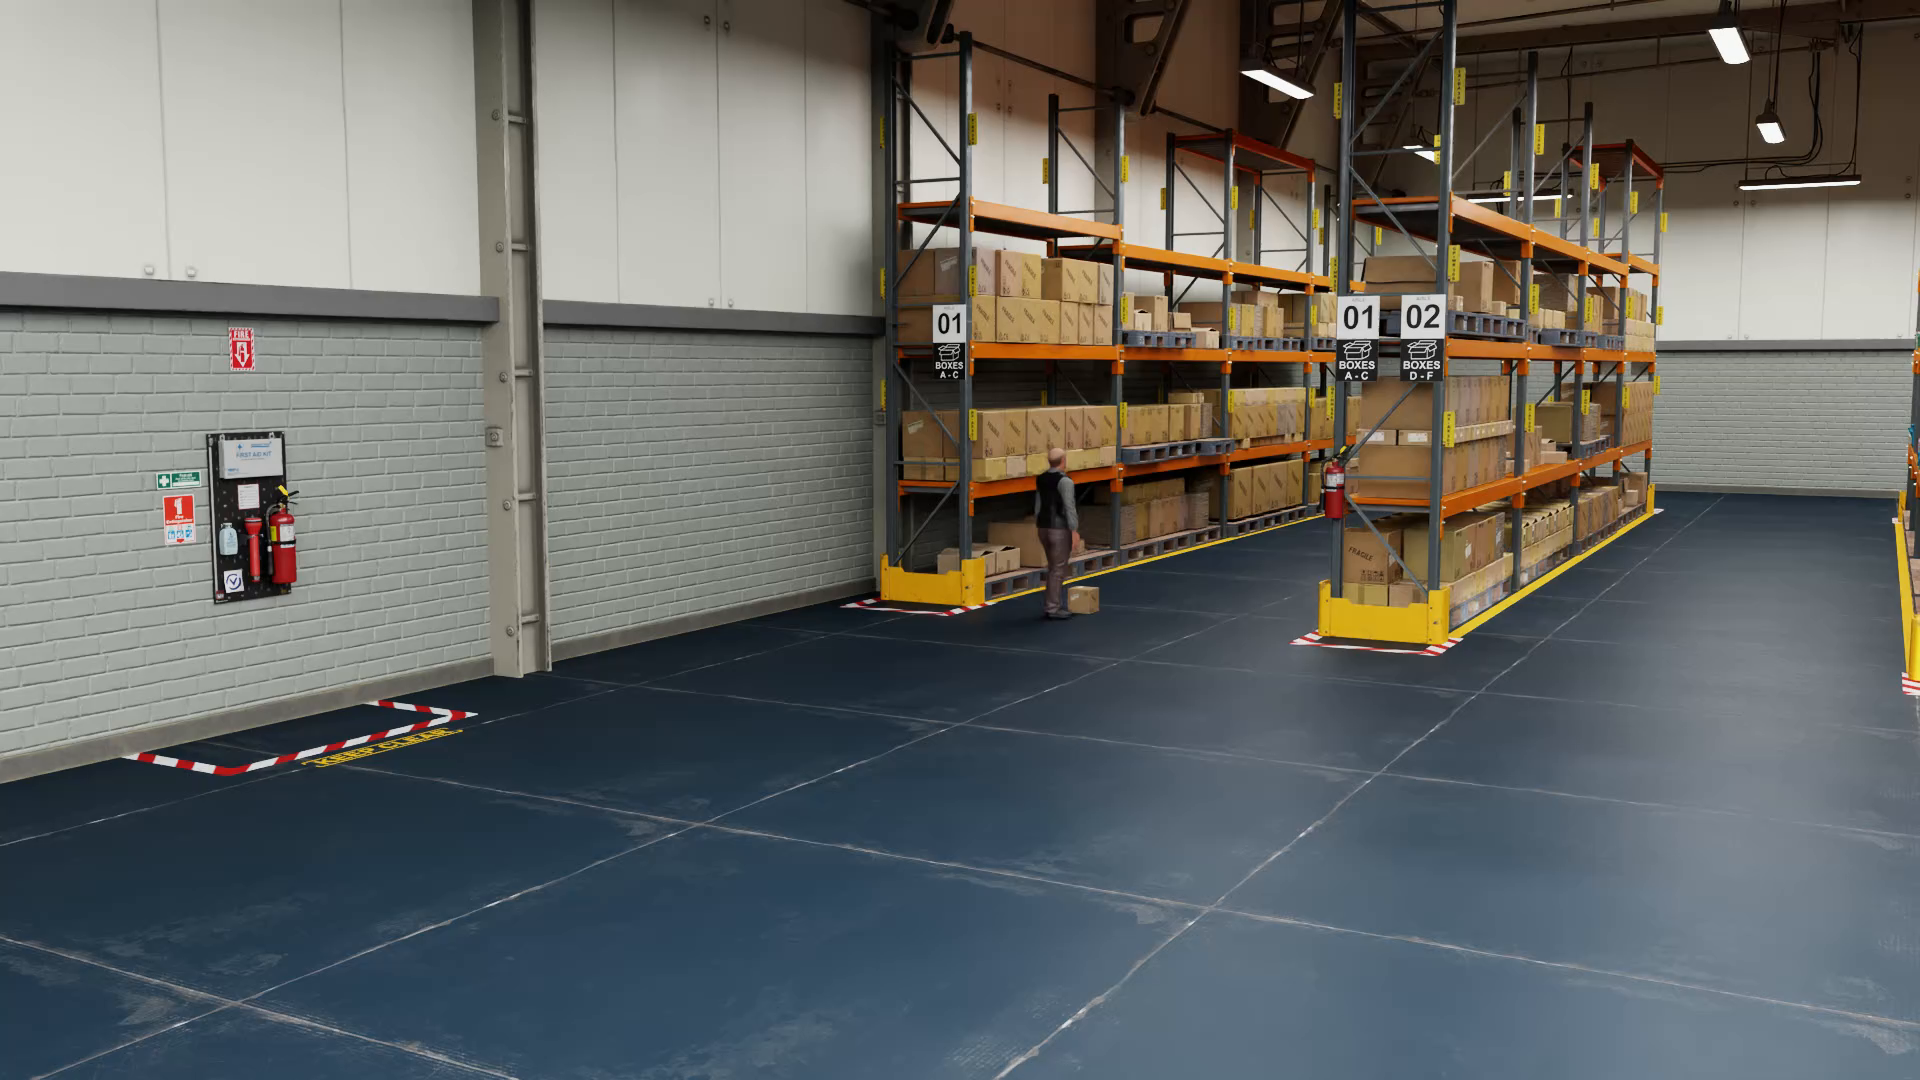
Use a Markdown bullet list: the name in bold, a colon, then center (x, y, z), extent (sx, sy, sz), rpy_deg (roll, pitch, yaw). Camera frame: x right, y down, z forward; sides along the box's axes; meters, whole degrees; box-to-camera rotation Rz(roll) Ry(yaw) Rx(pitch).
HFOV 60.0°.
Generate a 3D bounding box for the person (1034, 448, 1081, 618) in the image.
- **person**: center (1.045, -0.055, 16.881), extent (0.496, 1.758, 0.583), rpy_deg (-4, 7, -31)
